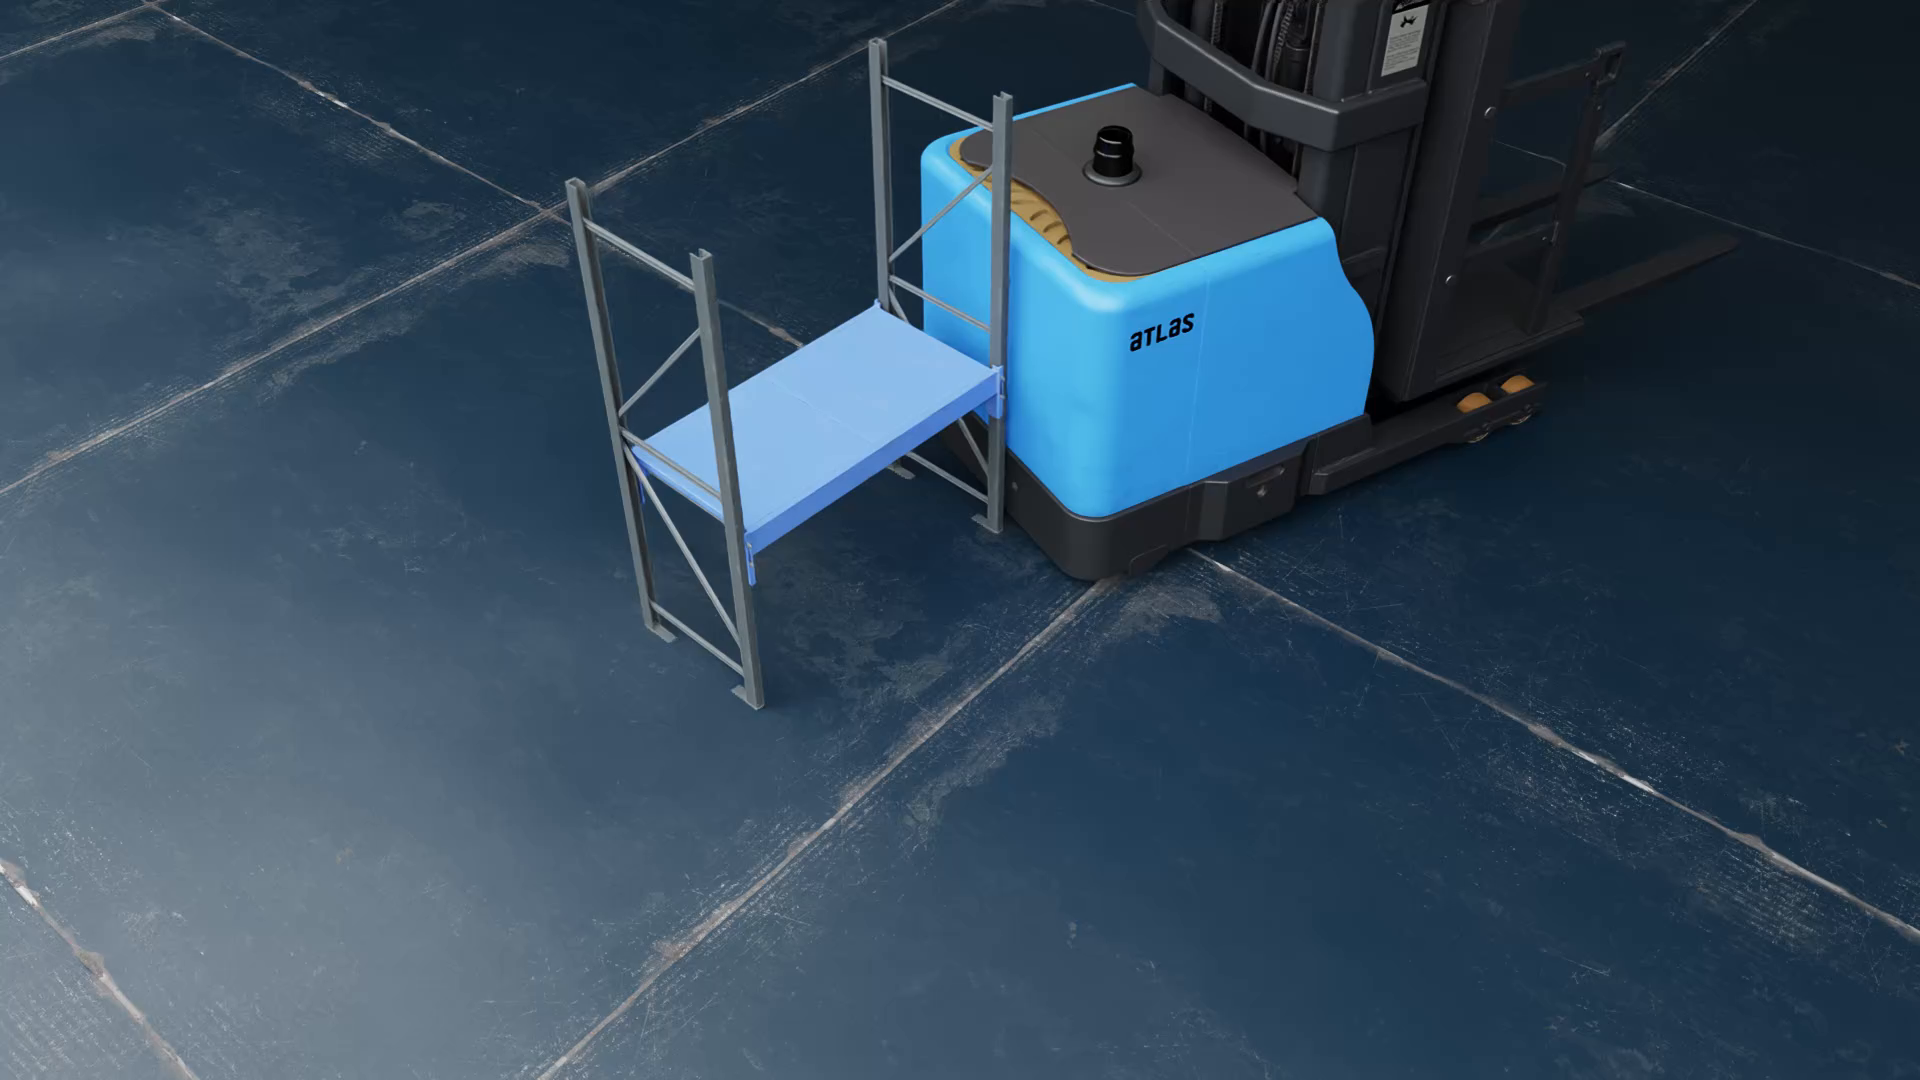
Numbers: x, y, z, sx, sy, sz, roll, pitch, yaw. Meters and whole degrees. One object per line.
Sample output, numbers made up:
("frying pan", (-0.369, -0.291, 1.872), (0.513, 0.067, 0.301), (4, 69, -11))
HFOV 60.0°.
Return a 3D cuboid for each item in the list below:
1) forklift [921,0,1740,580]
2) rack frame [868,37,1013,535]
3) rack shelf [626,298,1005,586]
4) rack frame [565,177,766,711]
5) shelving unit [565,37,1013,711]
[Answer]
("forklift", (1.401, -1.700, 4.941), (3.031, 2.935, 1.130), (-21, 46, -22))
("rack frame", (-0.056, -0.692, 4.896), (0.500, 1.500, 0.032), (32, 51, 30))
("rack shelf", (-0.402, -0.308, 4.741), (0.538, 0.185, 1.000), (32, 51, 30))
("rack frame", (-0.747, -0.191, 4.345), (0.500, 1.500, 0.032), (32, 51, 30))
("shelving unit", (-0.402, -0.441, 4.620), (0.538, 1.500, 1.048), (32, 51, 30))
